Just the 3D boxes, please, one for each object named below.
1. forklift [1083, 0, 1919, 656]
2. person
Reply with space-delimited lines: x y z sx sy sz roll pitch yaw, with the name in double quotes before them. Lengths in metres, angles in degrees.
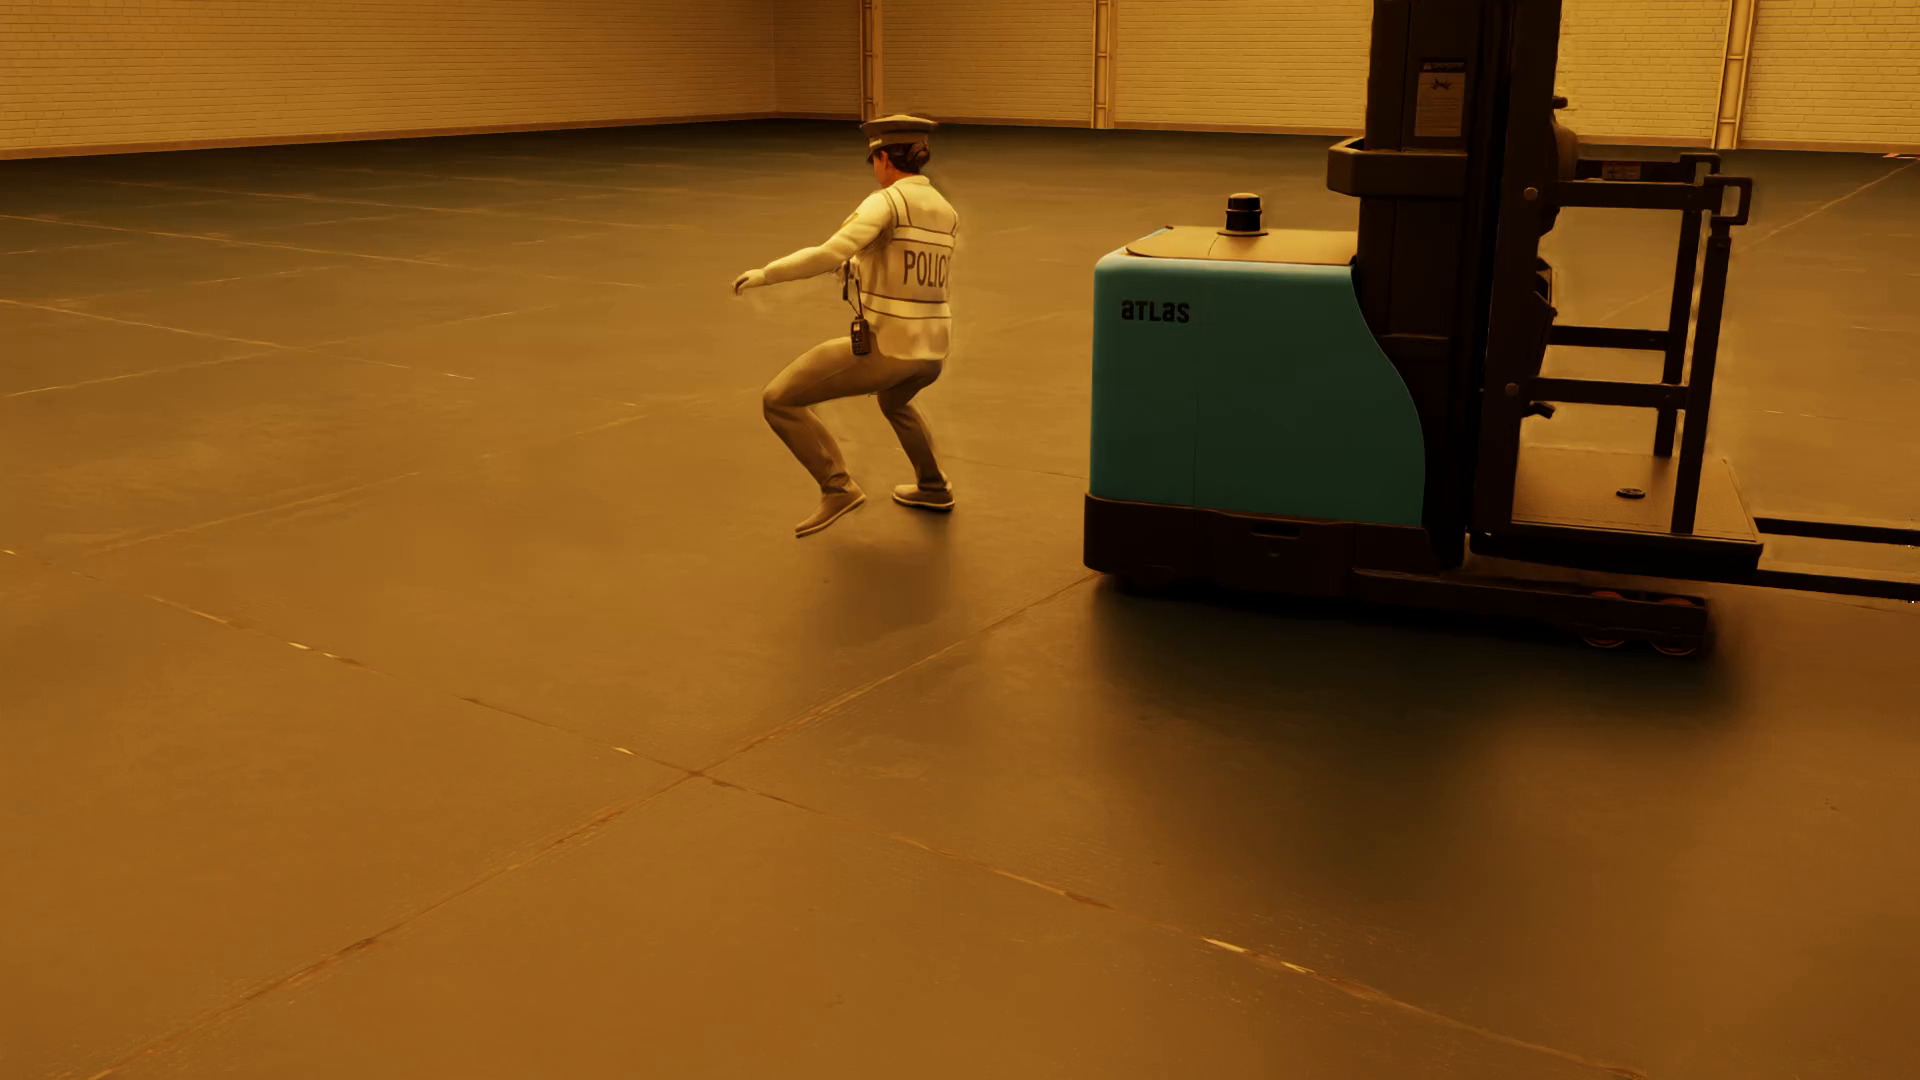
"forklift" 1.978 -1.239 4.976 3.031 2.935 1.130 6 18 18
"person" -0.344 -0.743 5.867 0.710 1.470 0.906 14 21 38
